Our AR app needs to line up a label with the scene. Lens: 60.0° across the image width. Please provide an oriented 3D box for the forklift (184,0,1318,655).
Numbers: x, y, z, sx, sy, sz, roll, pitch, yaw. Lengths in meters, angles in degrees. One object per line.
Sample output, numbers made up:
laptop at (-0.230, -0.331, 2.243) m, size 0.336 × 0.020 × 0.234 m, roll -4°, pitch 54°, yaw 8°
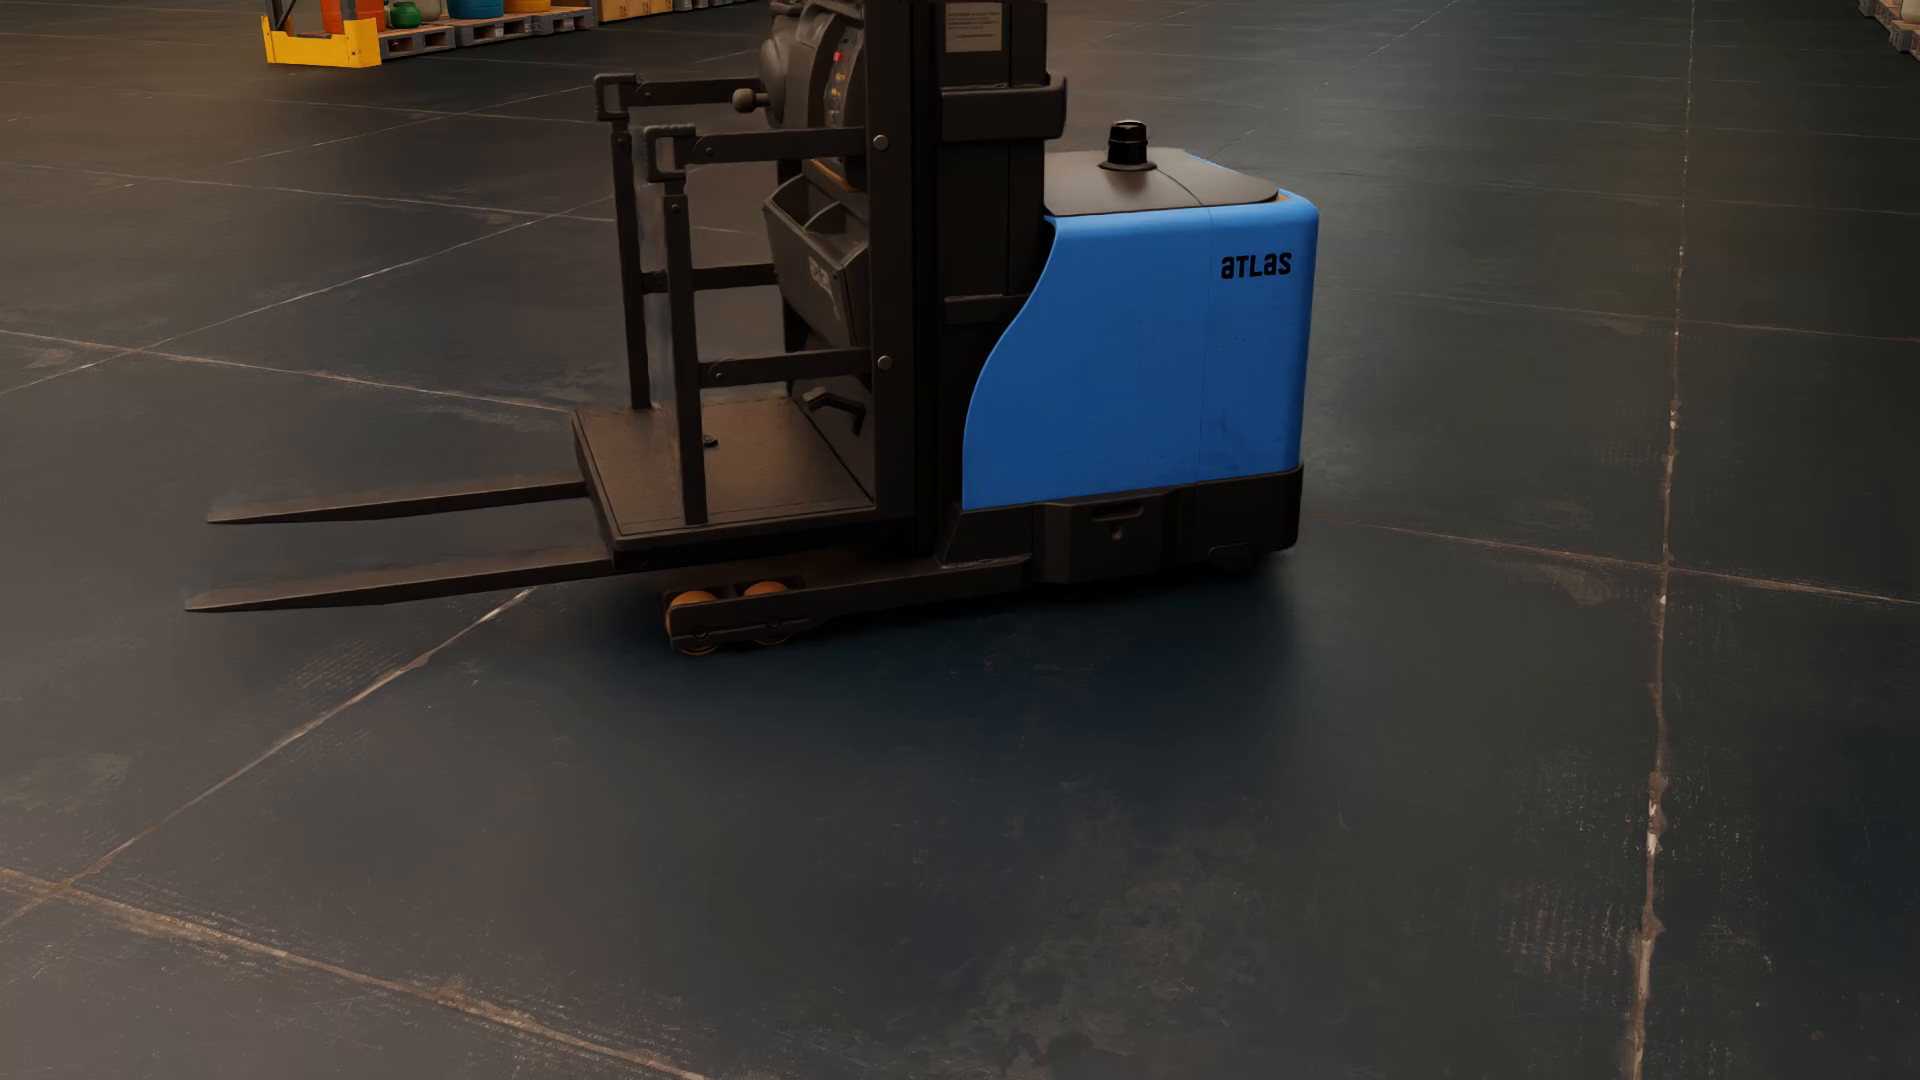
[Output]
forklift at (-0.580, -1.278, 4.349) m, size 3.031 × 2.935 × 1.130 m, roll -7°, pitch 24°, yaw -17°
